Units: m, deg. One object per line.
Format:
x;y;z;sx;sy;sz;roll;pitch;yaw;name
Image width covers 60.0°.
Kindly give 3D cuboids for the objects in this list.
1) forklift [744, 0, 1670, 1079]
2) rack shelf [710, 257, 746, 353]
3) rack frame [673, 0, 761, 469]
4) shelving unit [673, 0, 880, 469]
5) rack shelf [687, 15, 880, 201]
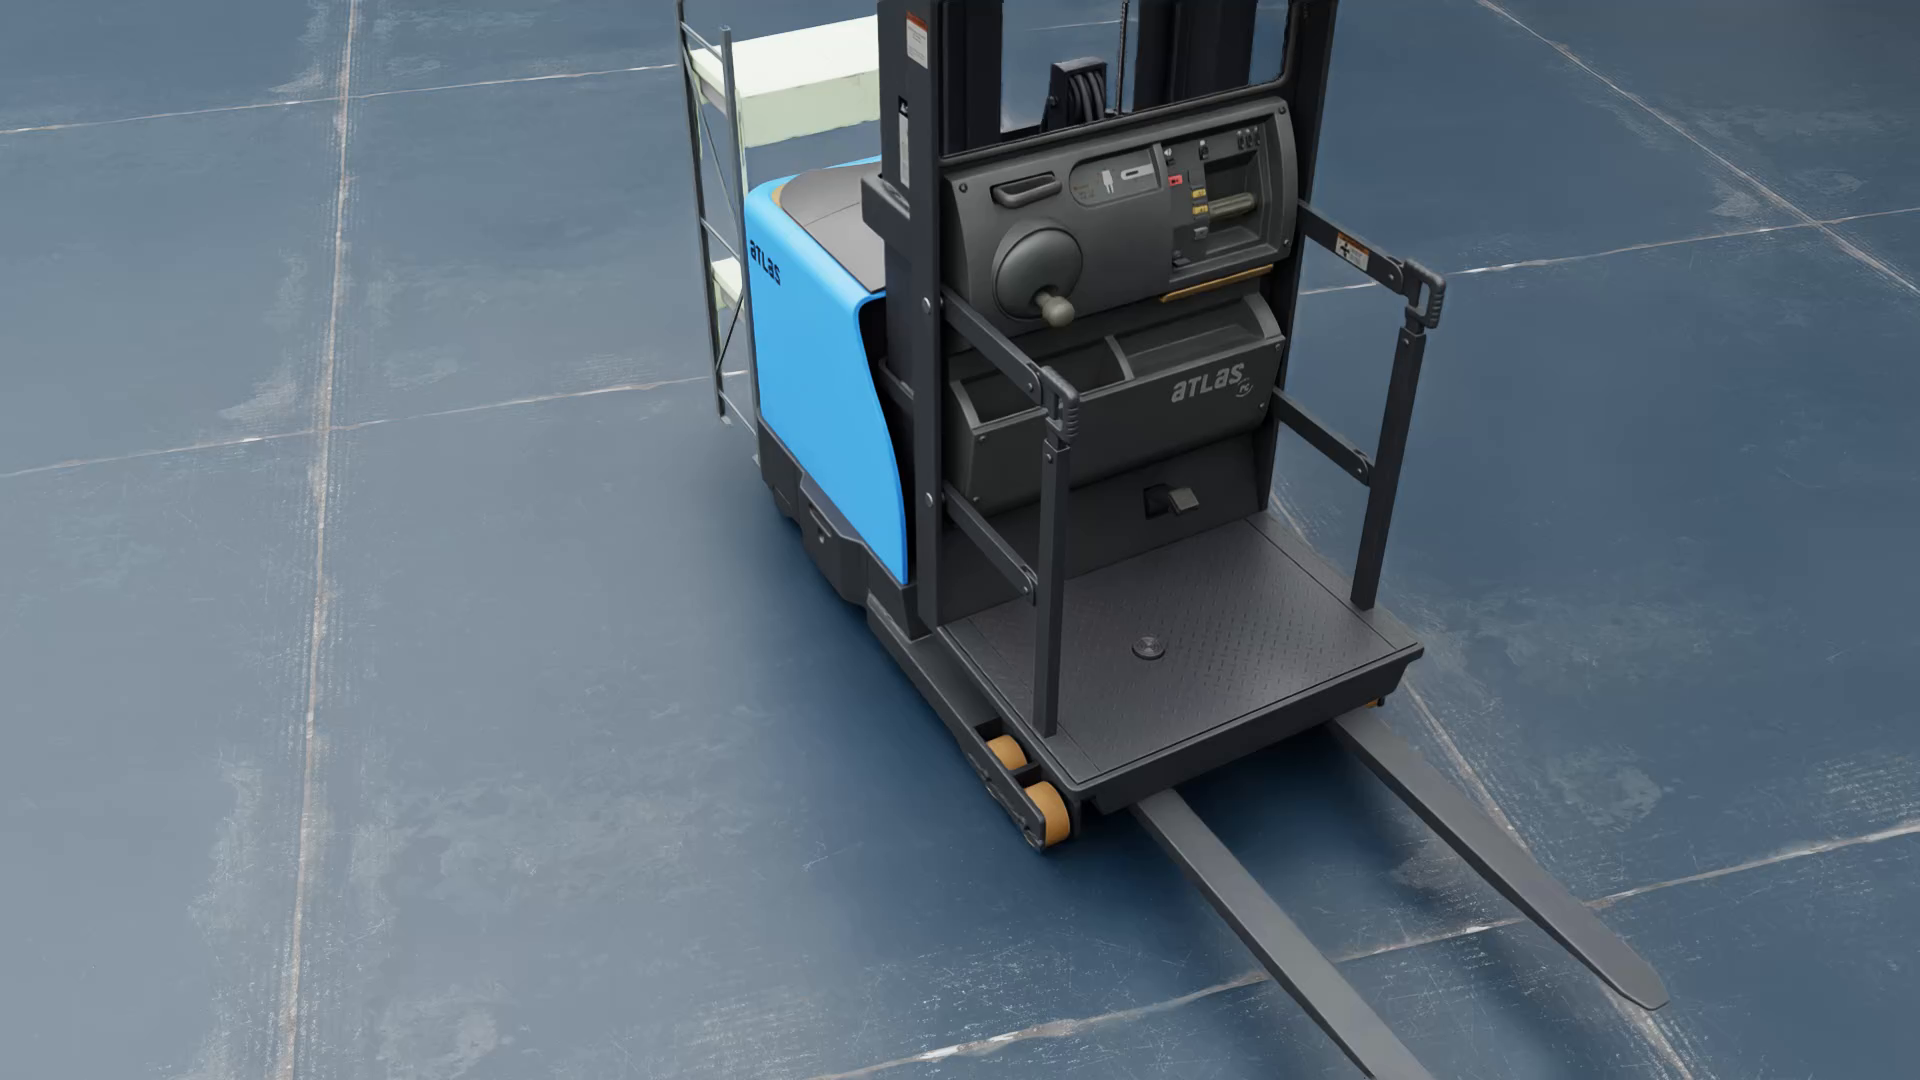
0.509;-0.701;3.755;1.130;2.935;3.031;-19;41;-23;forklift
-0.426;-0.782;5.575;0.720;0.370;0.431;-19;41;-23;rack shelf
-0.747;-0.934;5.236;0.023;1.500;0.400;-19;41;-23;rack frame
-0.426;-1.041;5.377;0.755;1.500;0.431;-19;41;-23;shelving unit
-0.427;-1.351;5.140;0.720;0.370;0.431;-19;41;-23;rack shelf
